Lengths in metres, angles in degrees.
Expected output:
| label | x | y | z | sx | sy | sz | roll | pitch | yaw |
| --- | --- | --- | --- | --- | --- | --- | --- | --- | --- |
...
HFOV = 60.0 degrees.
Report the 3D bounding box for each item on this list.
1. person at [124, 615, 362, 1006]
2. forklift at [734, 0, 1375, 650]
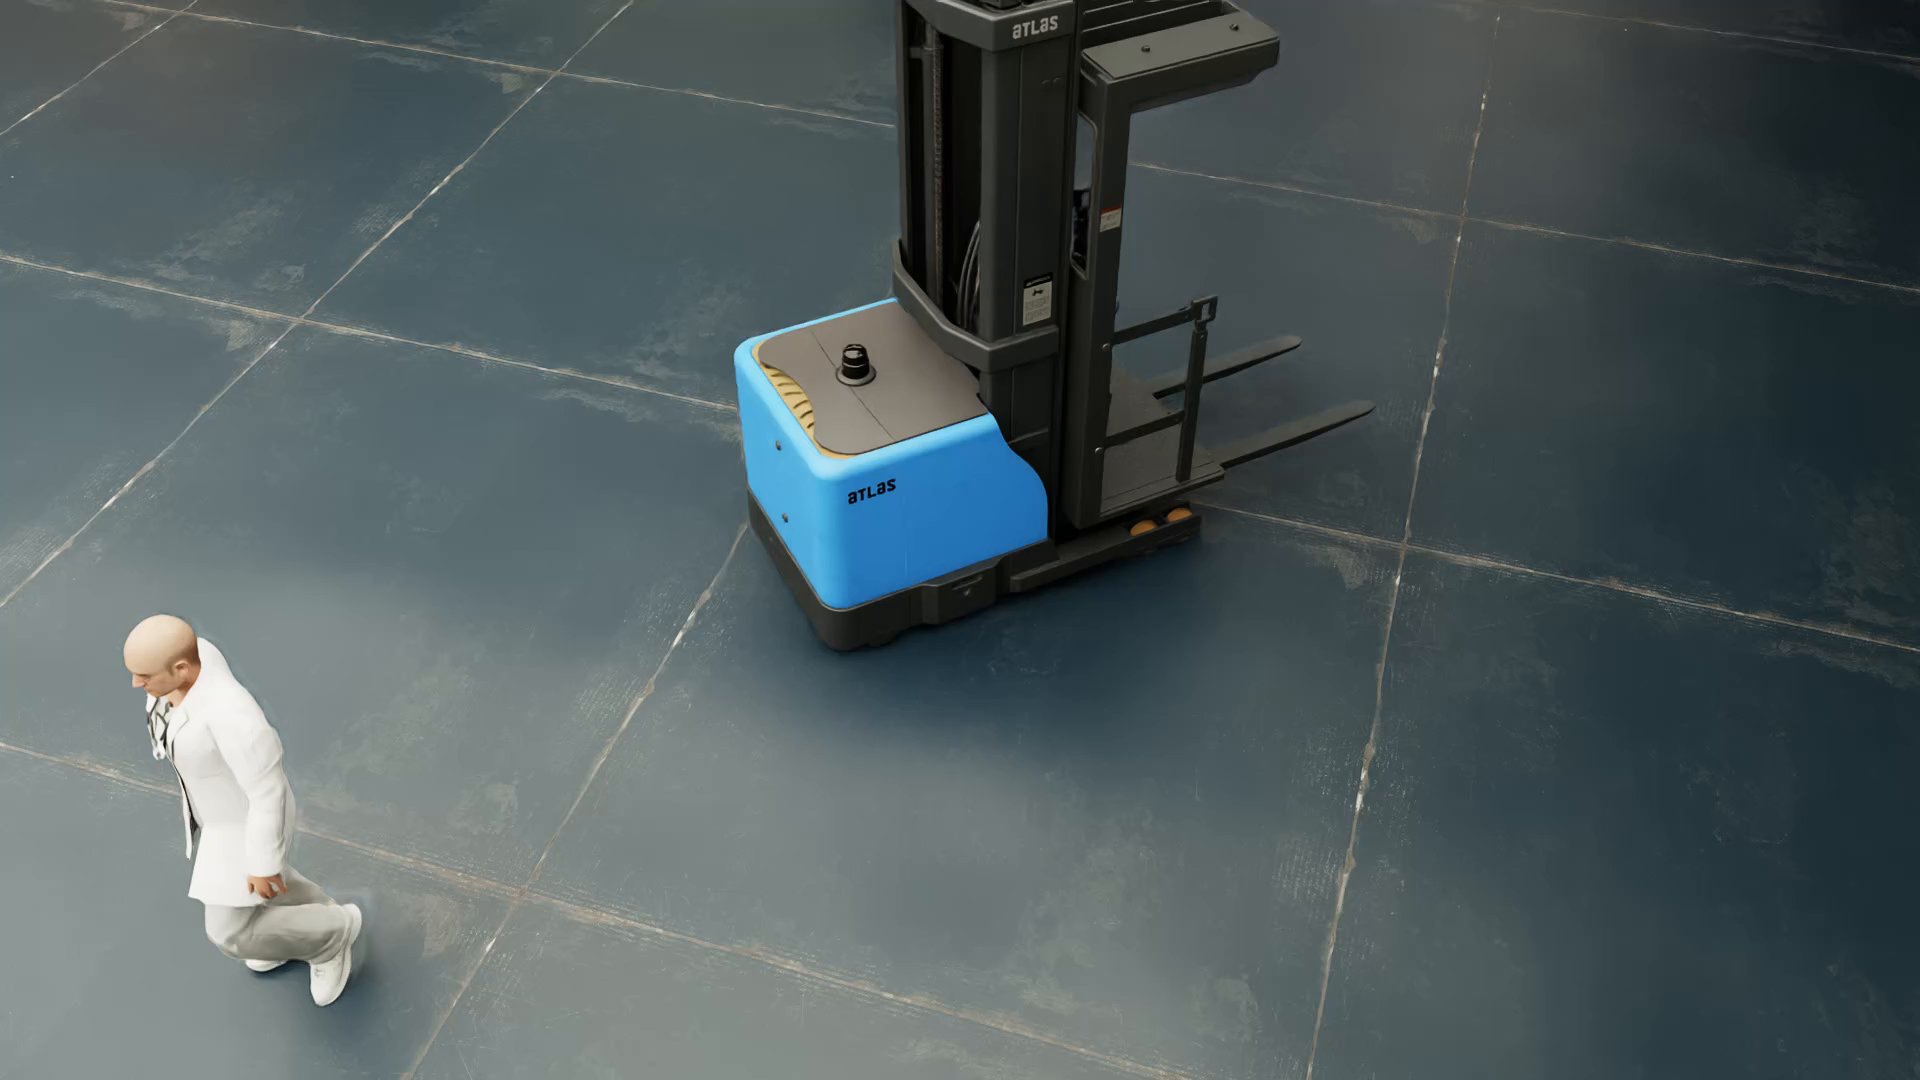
| label | x | y | z | sx | sy | sz | roll | pitch | yaw |
| --- | --- | --- | --- | --- | --- | --- | --- | --- | --- |
| person | -2.447 | 0.925 | 5.557 | 0.478 | 1.759 | 0.750 | -33 | 52 | -31 |
| forklift | 0.558 | -1.304 | 7.091 | 3.031 | 2.935 | 1.130 | -19 | 46 | -19 |
